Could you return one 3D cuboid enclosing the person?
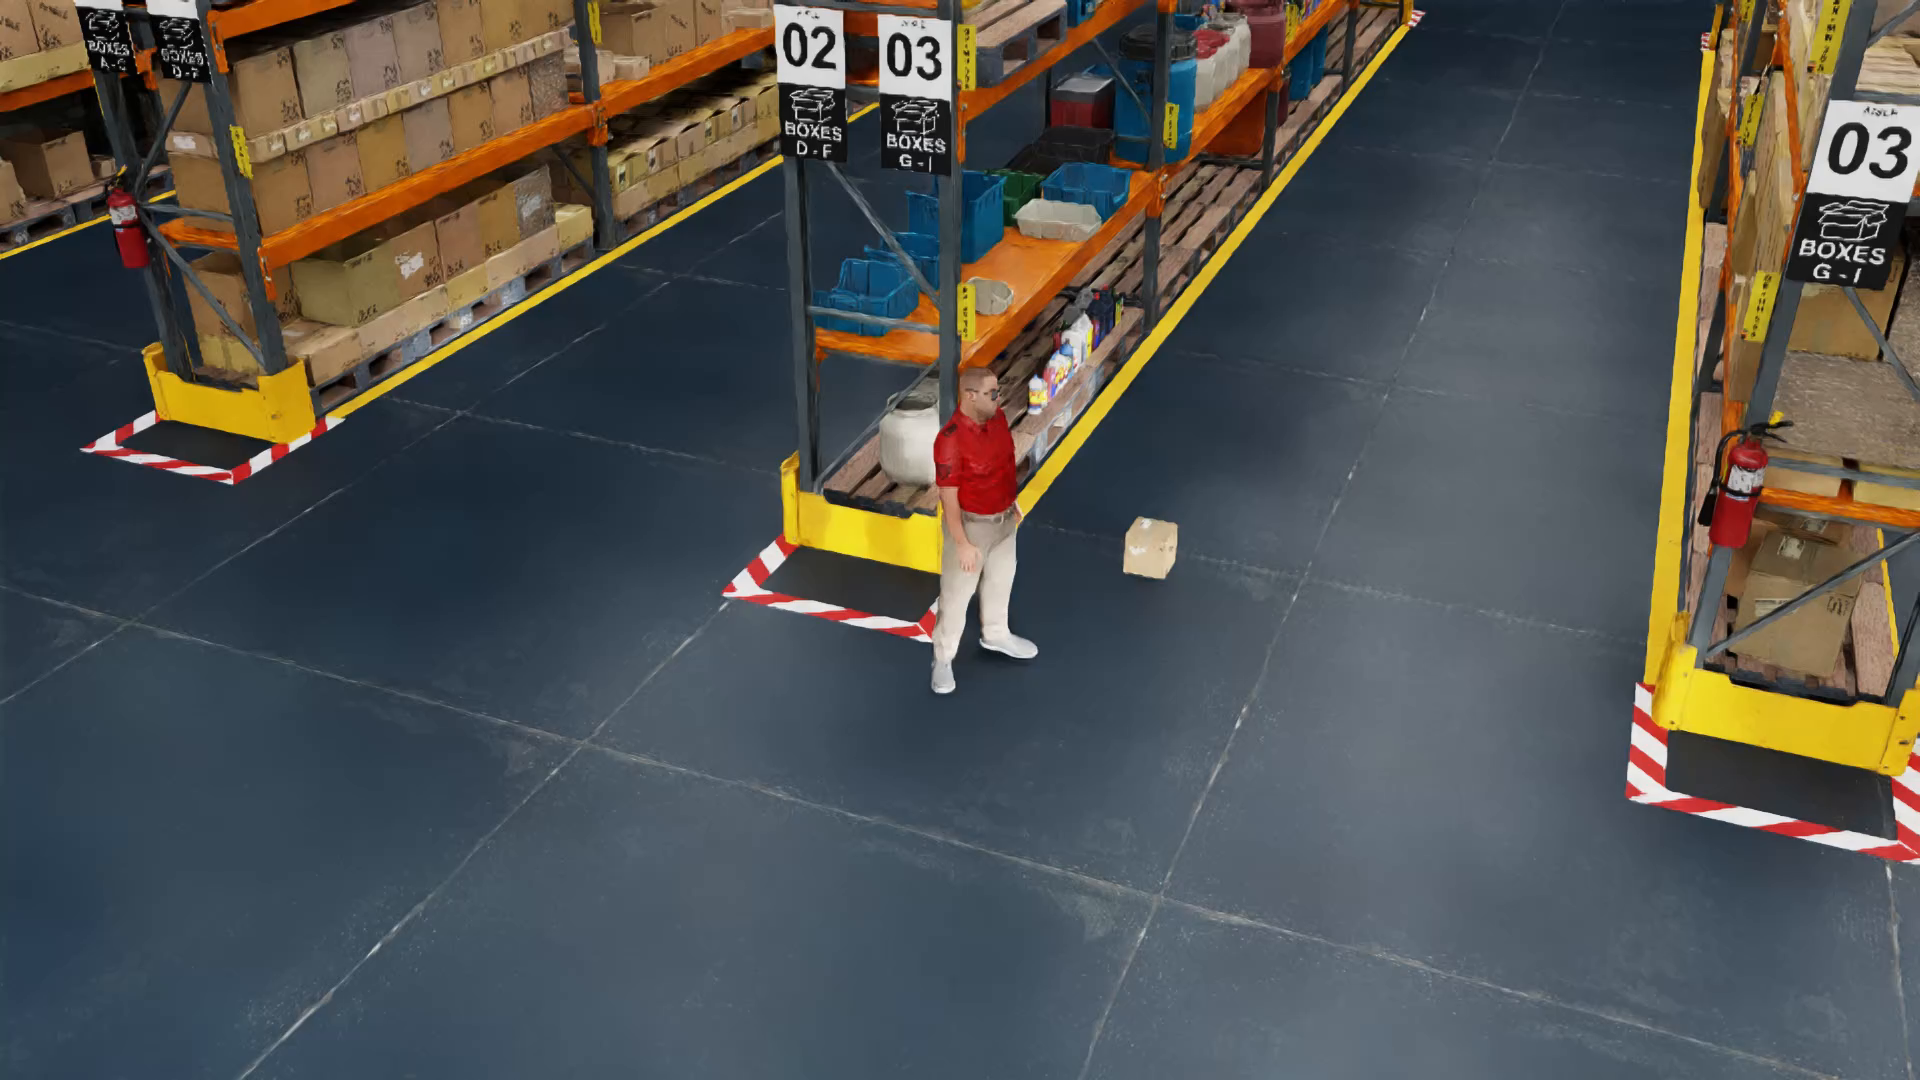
[{"bbox_3d":[0.099,-0.079,8.512,0.395,1.734,0.692,22,36,33],"label":"person"}]
